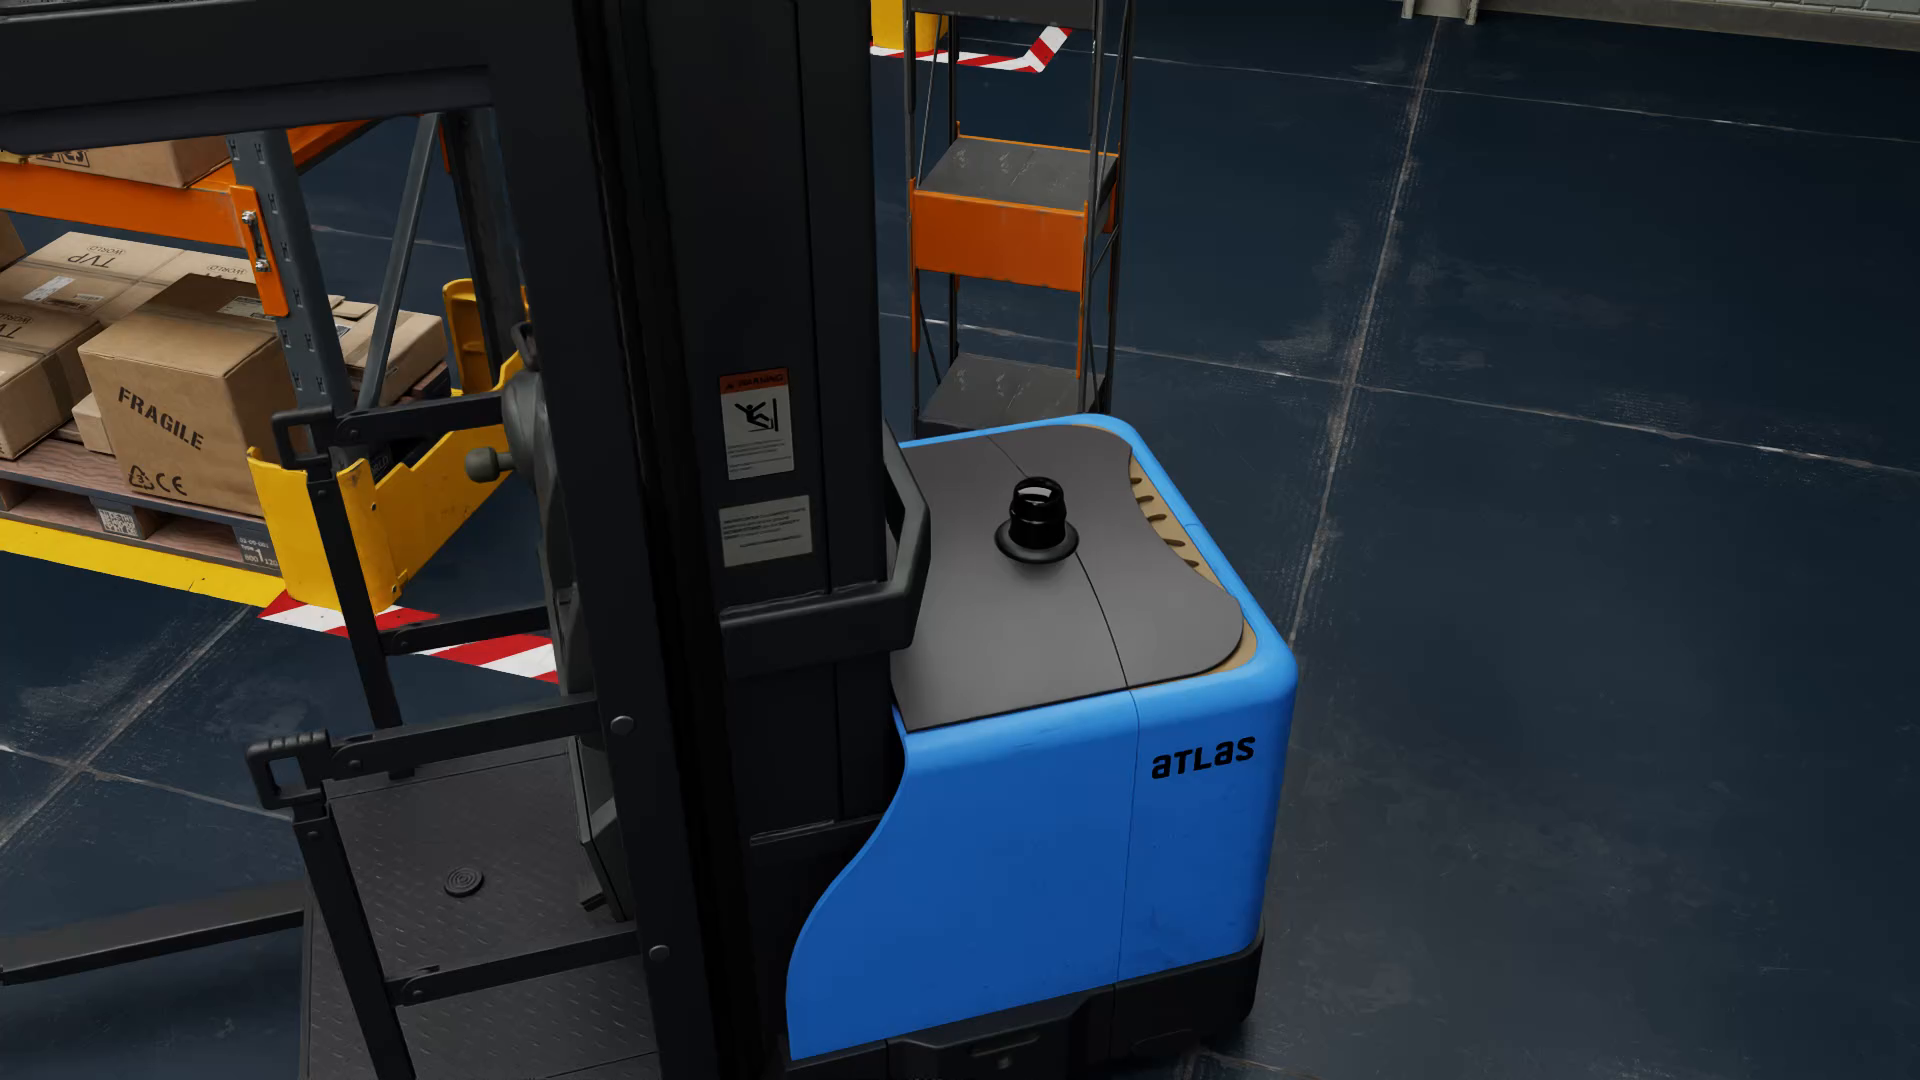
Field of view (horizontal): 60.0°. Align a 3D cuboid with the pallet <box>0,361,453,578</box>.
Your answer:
[{"bbox_3d":[-2.476,-0.352,5.551,1.213,0.211,1.003,10,38,14],"label":"pallet"}]

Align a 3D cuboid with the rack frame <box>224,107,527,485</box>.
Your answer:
[{"bbox_3d":[-1.642,-1.322,4.515,0.127,3.000,1.000,10,38,14],"label":"rack frame"}]

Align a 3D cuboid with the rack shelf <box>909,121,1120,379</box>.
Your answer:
[{"bbox_3d":[0.158,-0.805,4.596,0.480,0.518,0.431,10,38,14],"label":"rack shelf"}]

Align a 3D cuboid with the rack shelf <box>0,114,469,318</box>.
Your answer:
[{"bbox_3d":[-3.551,-1.385,5.209,4.000,0.370,1.077,10,38,14],"label":"rack shelf"}]

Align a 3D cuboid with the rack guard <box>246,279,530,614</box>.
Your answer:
[{"bbox_3d":[-1.715,-0.328,5.274,0.348,0.500,1.175,10,38,14],"label":"rack guard"}]

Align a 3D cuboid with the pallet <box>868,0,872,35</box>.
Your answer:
[{"bbox_3d":[-0.955,-3.099,9.283,1.213,0.211,1.003,10,38,14],"label":"pallet"}]

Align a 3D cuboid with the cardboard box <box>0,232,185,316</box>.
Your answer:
[{"bbox_3d":[-3.031,-0.825,5.789,0.500,0.250,0.500,10,38,14],"label":"cardboard box"}]

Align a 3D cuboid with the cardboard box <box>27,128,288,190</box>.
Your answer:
[{"bbox_3d":[-2.151,-1.287,4.384,0.500,0.500,0.500,12,38,15],"label":"cardboard box"}]

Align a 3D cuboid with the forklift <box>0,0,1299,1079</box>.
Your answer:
[{"bbox_3d":[-0.914,-0.106,2.921,3.031,2.935,1.130,-10,37,-13],"label":"forklift"}]

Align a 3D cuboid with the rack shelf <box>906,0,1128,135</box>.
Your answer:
[{"bbox_3d":[0.158,-1.369,4.181,0.480,0.518,0.431,10,38,14],"label":"rack shelf"}]

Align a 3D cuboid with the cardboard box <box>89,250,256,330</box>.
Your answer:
[{"bbox_3d":[-2.554,-0.736,5.668,0.500,0.250,0.500,10,38,14],"label":"cardboard box"}]

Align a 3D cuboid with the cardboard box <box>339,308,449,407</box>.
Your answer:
[{"bbox_3d":[-1.940,-0.619,5.595,0.250,0.149,0.380,10,38,14],"label":"cardboard box"}]

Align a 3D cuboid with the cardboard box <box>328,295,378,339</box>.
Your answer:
[{"bbox_3d":[-2.178,-0.670,5.649,0.250,0.166,0.380,10,38,14],"label":"cardboard box"}]

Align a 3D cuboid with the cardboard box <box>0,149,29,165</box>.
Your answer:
[{"bbox_3d":[-2.647,-1.377,4.506,0.500,0.500,0.500,11,38,14],"label":"cardboard box"}]

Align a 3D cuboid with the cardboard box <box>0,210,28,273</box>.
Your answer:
[{"bbox_3d":[-3.666,-0.871,5.638,0.637,0.503,0.797,10,38,14],"label":"cardboard box"}]

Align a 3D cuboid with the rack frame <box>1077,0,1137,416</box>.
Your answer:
[{"bbox_3d":[0.391,-0.773,4.529,0.015,2.100,0.400,10,38,14],"label":"rack frame"}]

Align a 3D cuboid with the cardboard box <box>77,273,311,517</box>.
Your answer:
[{"bbox_3d":[-2.235,-0.449,5.067,0.500,0.500,0.500,10,38,14],"label":"cardboard box"}]

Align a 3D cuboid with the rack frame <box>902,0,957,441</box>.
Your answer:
[{"bbox_3d":[-0.075,-0.860,4.646,0.015,2.100,0.400,10,38,14],"label":"rack frame"}]

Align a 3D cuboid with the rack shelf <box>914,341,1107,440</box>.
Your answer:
[{"bbox_3d":[0.158,-0.242,5.011,0.480,0.518,0.431,10,38,14],"label":"rack shelf"}]

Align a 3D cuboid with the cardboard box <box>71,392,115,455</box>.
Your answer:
[{"bbox_3d":[-2.595,-0.437,5.332,0.250,0.166,0.380,10,38,14],"label":"cardboard box"}]

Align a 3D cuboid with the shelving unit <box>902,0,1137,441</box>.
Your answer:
[{"bbox_3d":[0.158,-0.816,4.588,0.503,2.100,0.431,10,38,14],"label":"shelving unit"}]

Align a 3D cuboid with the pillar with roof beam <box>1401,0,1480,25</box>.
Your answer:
[{"bbox_3d":[1.382,-4.118,3.253,0.400,9.000,9.100,10,38,14],"label":"pillar with roof beam"}]

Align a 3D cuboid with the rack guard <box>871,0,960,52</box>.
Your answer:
[{"bbox_3d":[-0.146,-3.114,9.059,0.348,0.500,1.175,10,38,14],"label":"rack guard"}]

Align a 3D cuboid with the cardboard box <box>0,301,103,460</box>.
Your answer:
[{"bbox_3d":[-3.133,-0.533,5.392,0.500,0.250,0.500,10,38,14],"label":"cardboard box"}]
